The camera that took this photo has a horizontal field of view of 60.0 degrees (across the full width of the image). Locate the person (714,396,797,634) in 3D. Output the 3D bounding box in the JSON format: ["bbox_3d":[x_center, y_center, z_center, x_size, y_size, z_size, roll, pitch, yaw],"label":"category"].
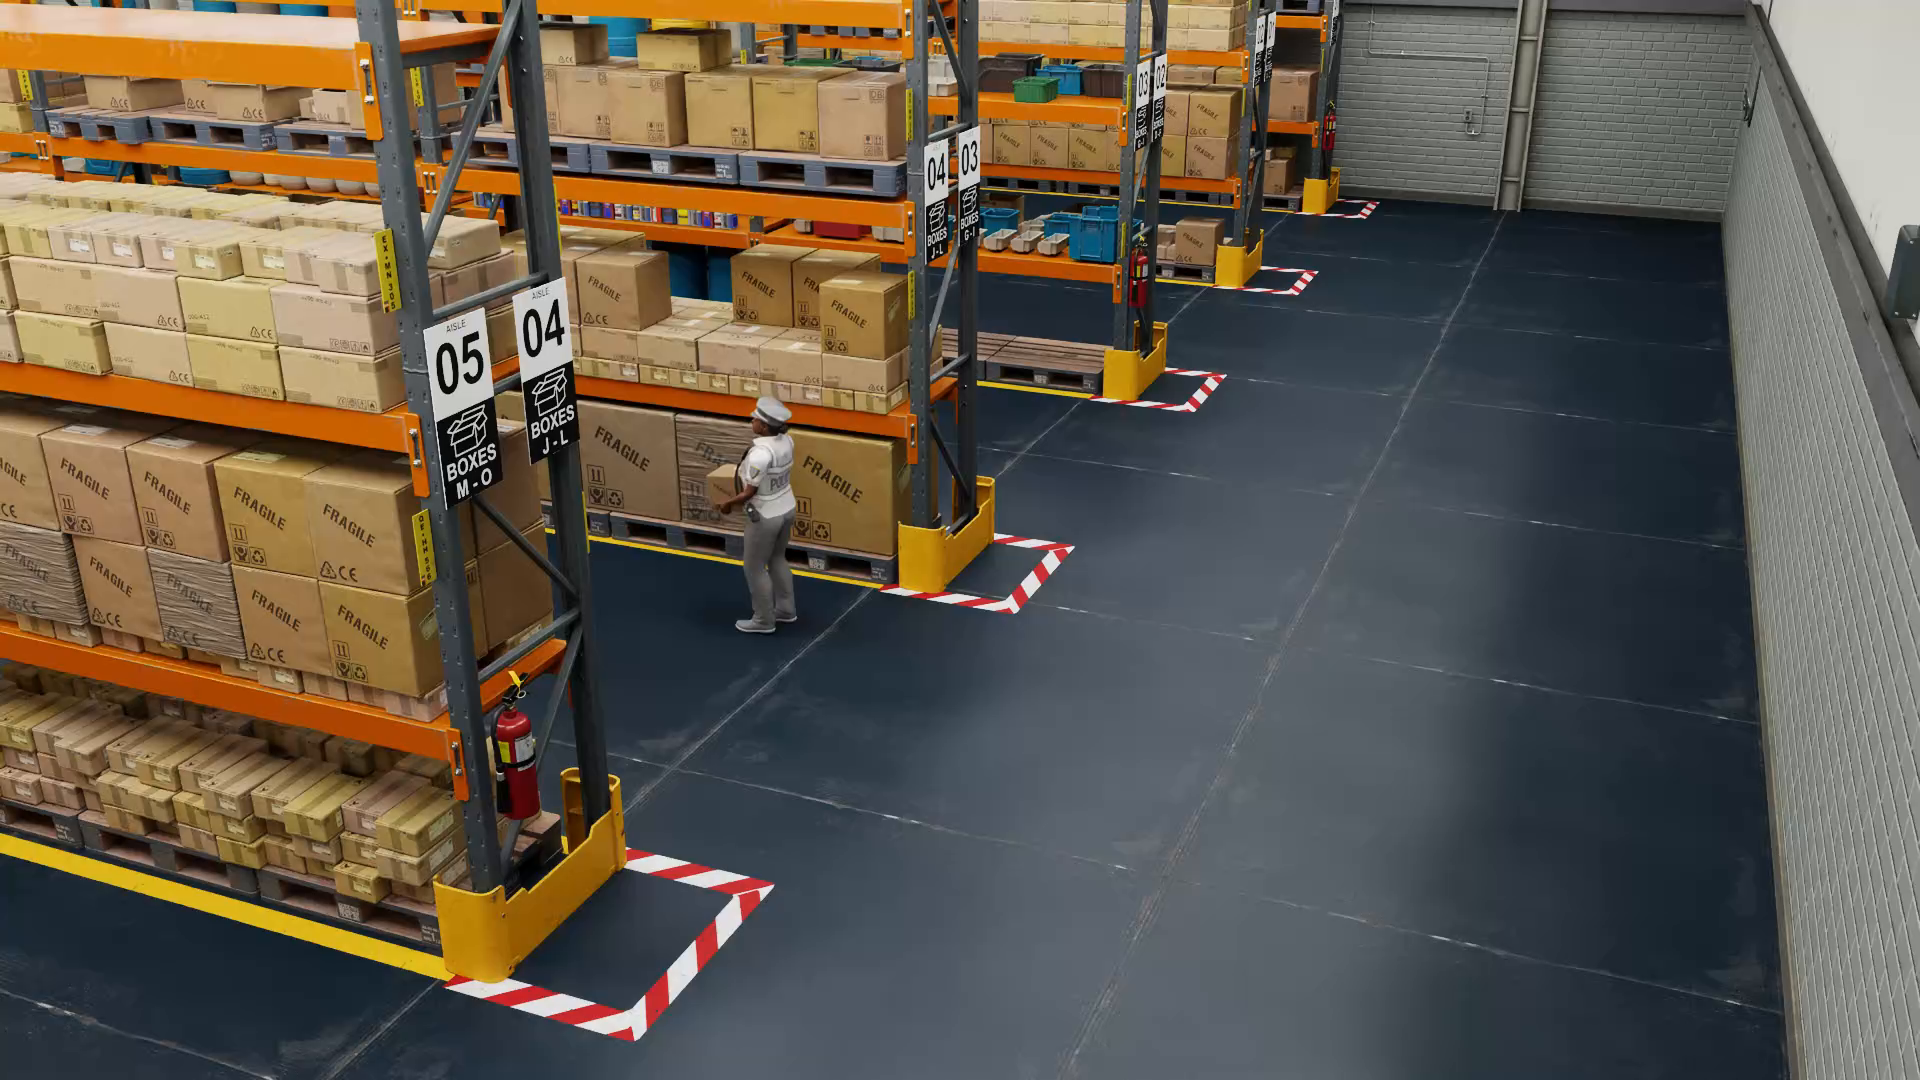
[{"bbox_3d":[-1.367,-0.182,11.308,0.538,1.689,0.449,9,24,20],"label":"person"}]
